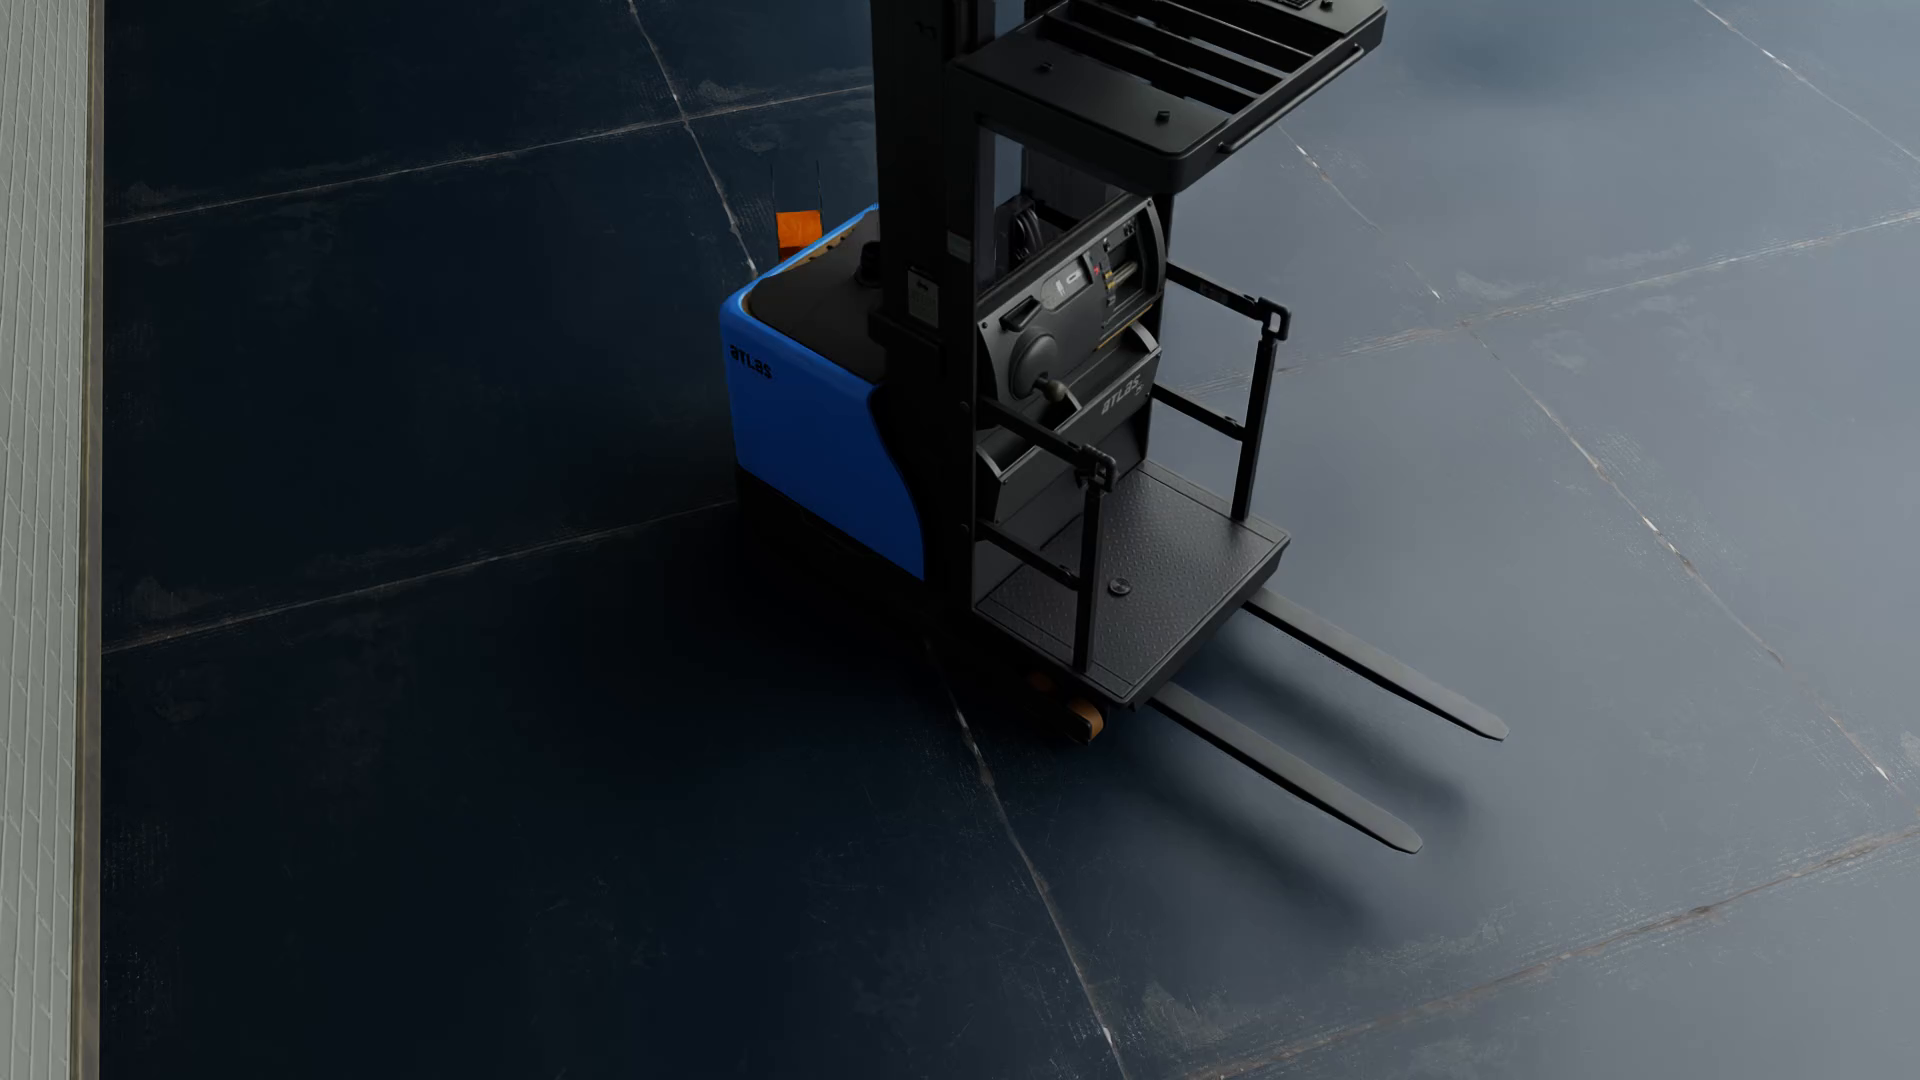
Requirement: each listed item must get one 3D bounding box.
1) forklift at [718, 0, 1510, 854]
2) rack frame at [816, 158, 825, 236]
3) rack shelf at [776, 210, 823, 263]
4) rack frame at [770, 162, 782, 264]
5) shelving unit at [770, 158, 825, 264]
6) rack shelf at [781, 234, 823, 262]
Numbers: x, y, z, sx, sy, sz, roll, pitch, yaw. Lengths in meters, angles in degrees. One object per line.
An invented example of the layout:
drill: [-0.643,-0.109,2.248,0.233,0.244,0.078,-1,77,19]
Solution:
forklift: [0.543,-0.728,5.406,3.031,2.935,1.130,31,53,27]
rack frame: [-0.543,-0.997,6.893,0.006,1.200,0.240,-5,45,-4]
rack shelf: [-0.637,-1.211,6.663,0.180,0.103,0.258,-5,45,-4]
rack frame: [-0.725,-0.980,6.879,0.006,1.200,0.240,-5,45,-4]
shelving unit: [-0.634,-0.988,6.886,0.189,1.200,0.258,-5,45,-4]
rack shelf: [-0.636,-1.126,6.748,0.180,0.103,0.258,-5,45,-4]
